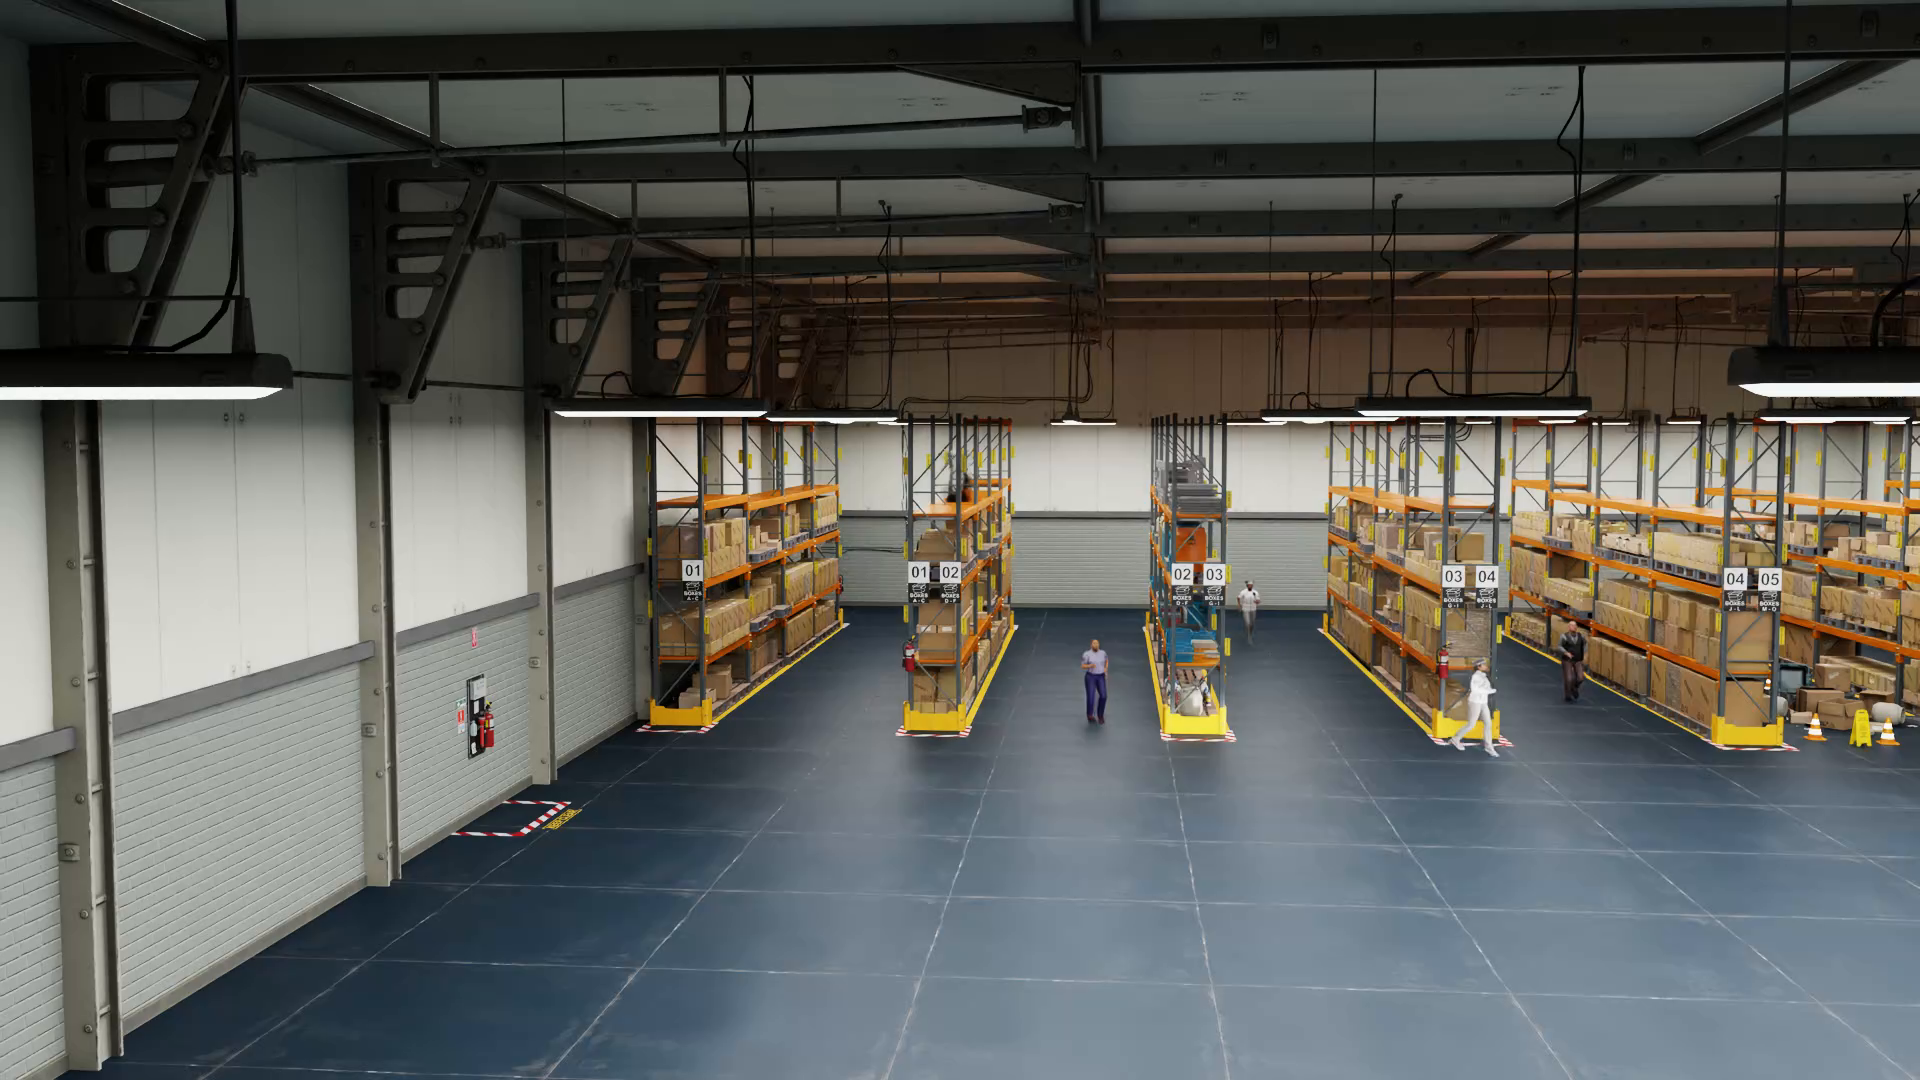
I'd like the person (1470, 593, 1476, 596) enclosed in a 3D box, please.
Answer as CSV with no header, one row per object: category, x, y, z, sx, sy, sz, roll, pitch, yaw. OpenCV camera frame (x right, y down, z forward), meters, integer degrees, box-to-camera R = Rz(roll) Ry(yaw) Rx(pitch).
person,13.844,1.847,44.949,0.730,1.739,0.750,1,4,16

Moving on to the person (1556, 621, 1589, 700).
person,12.826,2.536,34.731,0.699,1.676,0.584,0,4,4

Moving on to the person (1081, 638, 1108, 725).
person,2.631,2.744,32.230,0.582,1.695,0.680,0,4,-7

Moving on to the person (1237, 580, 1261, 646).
person,7.664,1.895,44.034,0.566,1.712,0.908,0,4,-6

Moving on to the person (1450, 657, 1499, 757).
person,9.083,2.911,29.222,0.845,1.745,0.618,3,5,38
